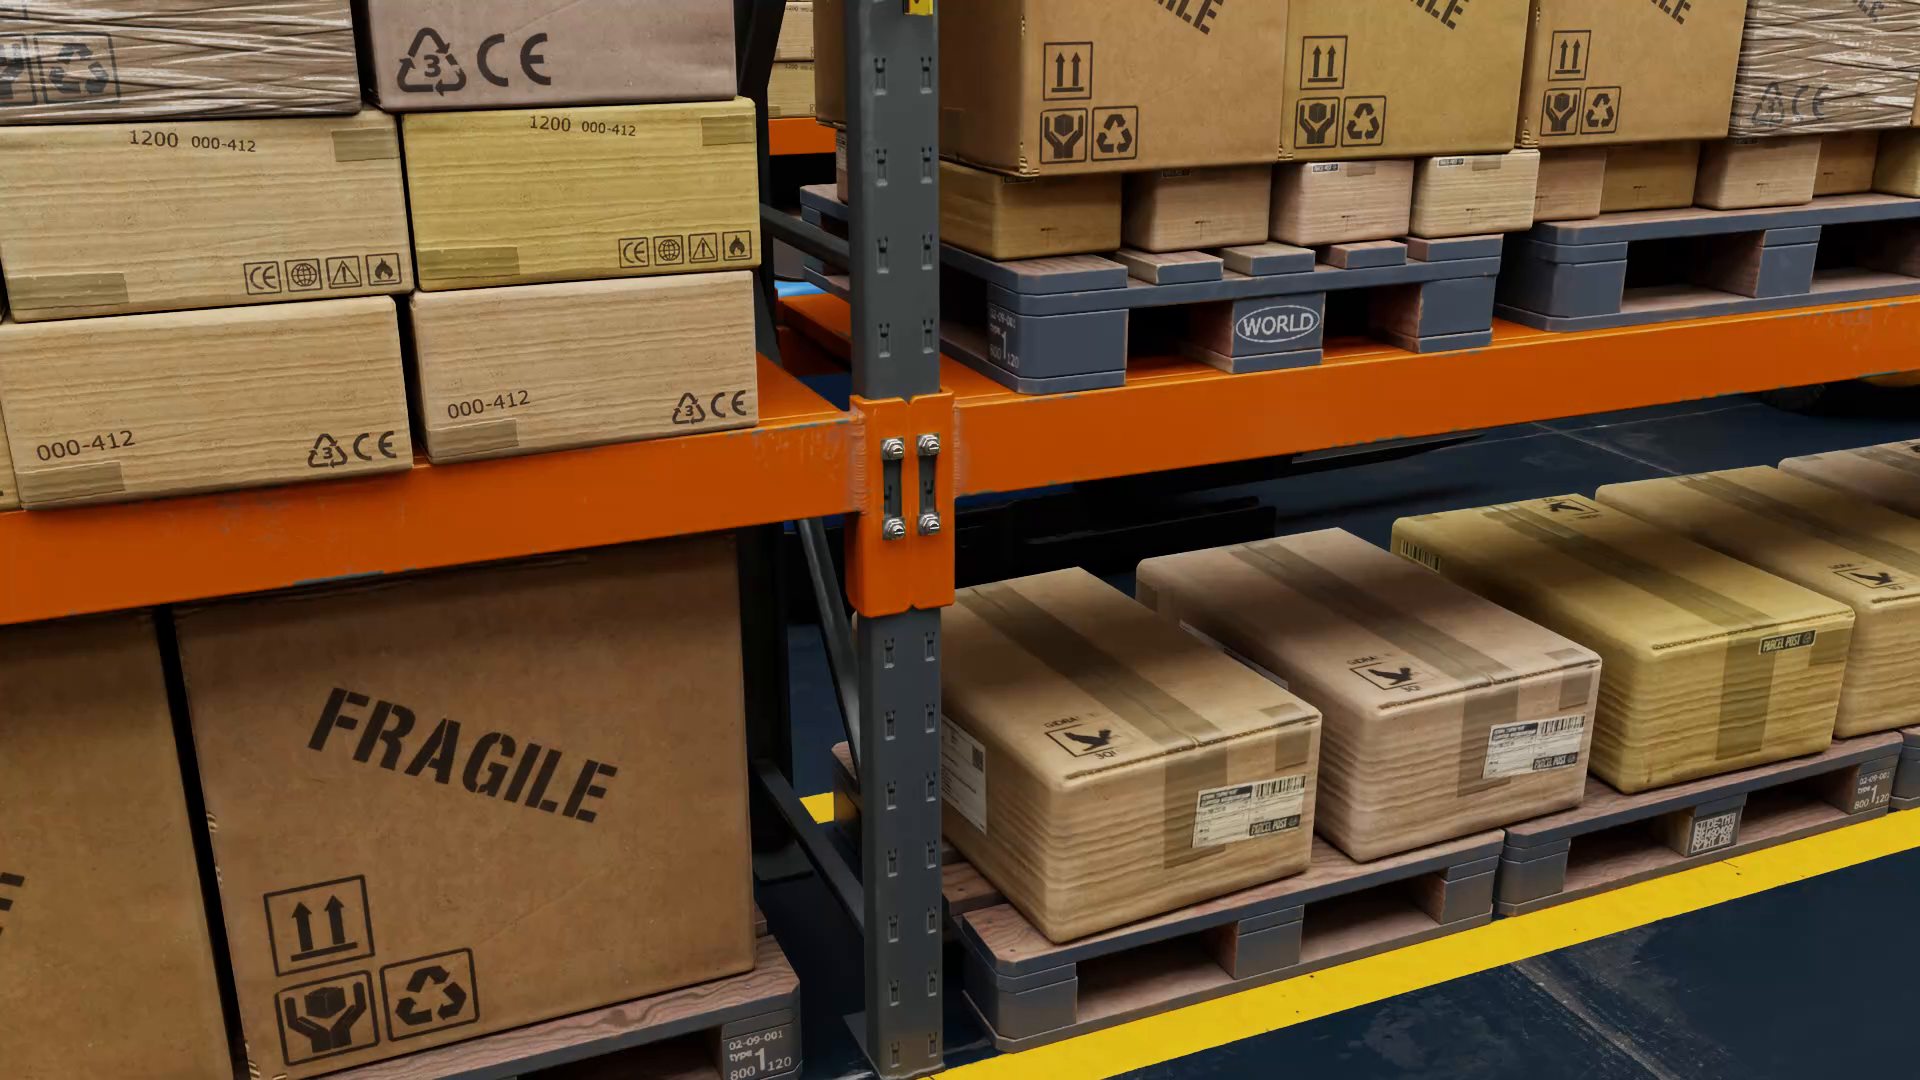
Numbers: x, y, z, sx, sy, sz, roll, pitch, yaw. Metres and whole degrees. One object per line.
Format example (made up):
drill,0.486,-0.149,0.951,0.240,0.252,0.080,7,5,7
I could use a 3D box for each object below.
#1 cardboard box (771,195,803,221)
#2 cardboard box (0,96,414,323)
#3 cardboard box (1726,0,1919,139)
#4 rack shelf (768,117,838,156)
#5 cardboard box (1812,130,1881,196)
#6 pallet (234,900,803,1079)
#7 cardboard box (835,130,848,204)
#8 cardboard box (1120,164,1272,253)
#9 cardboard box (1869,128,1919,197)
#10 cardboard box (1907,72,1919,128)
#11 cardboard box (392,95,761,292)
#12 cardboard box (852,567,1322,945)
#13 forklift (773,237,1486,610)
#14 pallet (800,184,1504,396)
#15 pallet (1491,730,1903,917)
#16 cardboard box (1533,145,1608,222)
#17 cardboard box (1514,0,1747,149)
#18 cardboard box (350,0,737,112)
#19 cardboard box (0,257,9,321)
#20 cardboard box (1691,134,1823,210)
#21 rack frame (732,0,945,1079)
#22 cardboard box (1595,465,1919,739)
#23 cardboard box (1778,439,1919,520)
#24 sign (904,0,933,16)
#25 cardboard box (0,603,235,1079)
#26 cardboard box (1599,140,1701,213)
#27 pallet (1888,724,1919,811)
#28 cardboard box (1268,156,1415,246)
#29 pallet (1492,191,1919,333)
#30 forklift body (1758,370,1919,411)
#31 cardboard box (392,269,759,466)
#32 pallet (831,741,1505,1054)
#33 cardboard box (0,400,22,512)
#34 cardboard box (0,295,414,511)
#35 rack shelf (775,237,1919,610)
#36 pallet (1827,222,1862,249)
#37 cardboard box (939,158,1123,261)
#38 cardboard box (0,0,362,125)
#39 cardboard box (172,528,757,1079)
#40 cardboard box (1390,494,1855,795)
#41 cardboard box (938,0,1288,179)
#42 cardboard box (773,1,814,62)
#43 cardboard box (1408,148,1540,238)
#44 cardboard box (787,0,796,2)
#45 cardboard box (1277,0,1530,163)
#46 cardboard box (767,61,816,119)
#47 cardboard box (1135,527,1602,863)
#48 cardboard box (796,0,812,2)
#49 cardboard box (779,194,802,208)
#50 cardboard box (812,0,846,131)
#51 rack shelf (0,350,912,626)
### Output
cardboard box,-1.079,-1.307,8.161,0.625,0.625,0.875,-7,21,-20
cardboard box,-1.098,-0.505,2.413,0.500,0.250,0.500,-9,21,-23
cardboard box,1.643,-1.130,3.484,0.500,0.500,0.500,-9,21,-24
rack shelf,-0.417,-1.987,8.231,4.000,0.370,1.077,-8,21,-22
cardboard box,1.800,-0.870,3.724,0.250,0.149,0.380,-9,21,-24
pallet,-1.038,0.846,3.301,1.213,0.211,1.003,-8,21,-22
cardboard box,-0.077,-0.744,3.365,0.250,0.149,0.380,-7,21,-20
cardboard box,0.361,-0.642,3.076,0.250,0.149,0.380,-10,22,-25
cardboard box,2.083,-0.874,3.733,0.250,0.149,0.380,-8,21,-22
cardboard box,2.124,-1.199,3.680,0.500,0.500,0.500,-7,21,-20
cardboard box,-0.628,-0.574,2.608,0.500,0.250,0.500,-8,21,-22
cardboard box,0.238,0.420,3.636,0.625,0.372,0.950,-10,22,-26
forklift,0.563,-1.473,5.791,3.031,2.935,1.130,-9,21,-24
pallet,0.328,-0.585,3.457,1.003,0.211,1.213,-8,21,-22
pallet,1.552,0.504,4.273,1.213,0.211,1.003,-8,21,-22
cardboard box,1.081,-0.750,3.380,0.250,0.149,0.380,-7,21,-19
cardboard box,1.181,-1.066,3.304,0.500,0.500,0.500,-8,21,-21
cardboard box,-0.655,-0.921,2.464,0.500,0.500,0.500,-9,21,-23
cardboard box,-1.560,-0.431,2.204,0.500,0.250,0.500,-9,21,-23
cardboard box,1.591,-0.813,3.561,0.250,0.149,0.380,-7,21,-20
rack frame,-0.284,-0.550,3.067,0.127,3.000,1.000,-8,21,-22
cardboard box,2.249,0.131,4.458,0.625,0.372,0.950,-7,21,-19
cardboard box,2.908,0.035,4.730,0.625,0.372,0.950,-8,21,-21
sign,-0.061,-0.927,2.395,0.005,0.325,0.100,-8,21,-22
cardboard box,-1.772,0.436,2.834,0.875,0.875,0.875,-8,21,-21
cardboard box,1.325,-0.799,3.520,0.250,0.149,0.380,-7,21,-20
pallet,2.674,0.342,4.732,1.213,0.211,1.003,-8,21,-22
cardboard box,0.630,-0.664,3.138,0.250,0.149,0.380,-10,22,-25
pallet,1.517,-0.732,3.874,1.213,0.211,1.003,-8,21,-22
forklift body,4.073,-1.909,8.206,1.214,2.155,2.313,-8,21,-22
cardboard box,-0.646,-0.333,2.678,0.500,0.250,0.500,-9,21,-24
pallet,0.434,0.663,3.821,1.213,0.211,1.003,-8,21,-22
cardboard box,-1.577,-0.200,2.299,0.500,0.250,0.500,-8,21,-22
cardboard box,-1.109,-0.261,2.473,0.500,0.250,0.500,-8,21,-21
rack shelf,1.552,-0.473,3.933,4.000,0.370,1.077,-8,21,-22
pallet,2.629,-0.929,4.434,1.213,0.211,1.003,-8,21,-22
cardboard box,0.088,-0.615,2.999,0.250,0.149,0.380,-9,22,-25
cardboard box,-1.123,-0.851,2.266,0.500,0.500,0.500,-8,21,-21
cardboard box,-0.951,0.320,3.164,0.875,0.875,0.875,-8,21,-22
cardboard box,1.611,0.223,4.197,0.625,0.372,0.950,-7,21,-20
cardboard box,0.221,-0.924,2.899,0.500,0.500,0.500,-9,21,-23
cardboard box,-0.802,-2.341,7.626,0.500,0.250,0.500,-9,21,-23
cardboard box,0.891,-0.694,3.223,0.250,0.149,0.380,-8,21,-22
cardboard box,-0.920,-2.526,7.551,0.250,0.149,0.380,-8,21,-21
cardboard box,0.696,-0.995,3.100,0.500,0.500,0.500,-7,21,-19
cardboard box,-0.816,-2.111,7.726,0.500,0.250,0.500,-9,21,-24
cardboard box,0.913,0.321,3.919,0.625,0.372,0.950,-9,21,-23
cardboard box,-0.664,-2.541,7.595,0.250,0.149,0.380,-8,21,-21
cardboard box,-0.461,-1.396,8.413,0.625,0.625,0.875,-9,21,-24
cardboard box,0.023,-1.080,3.342,0.500,0.500,0.500,-9,21,-23
rack shelf,-2.121,0.053,2.439,4.000,0.370,1.077,-8,21,-22
